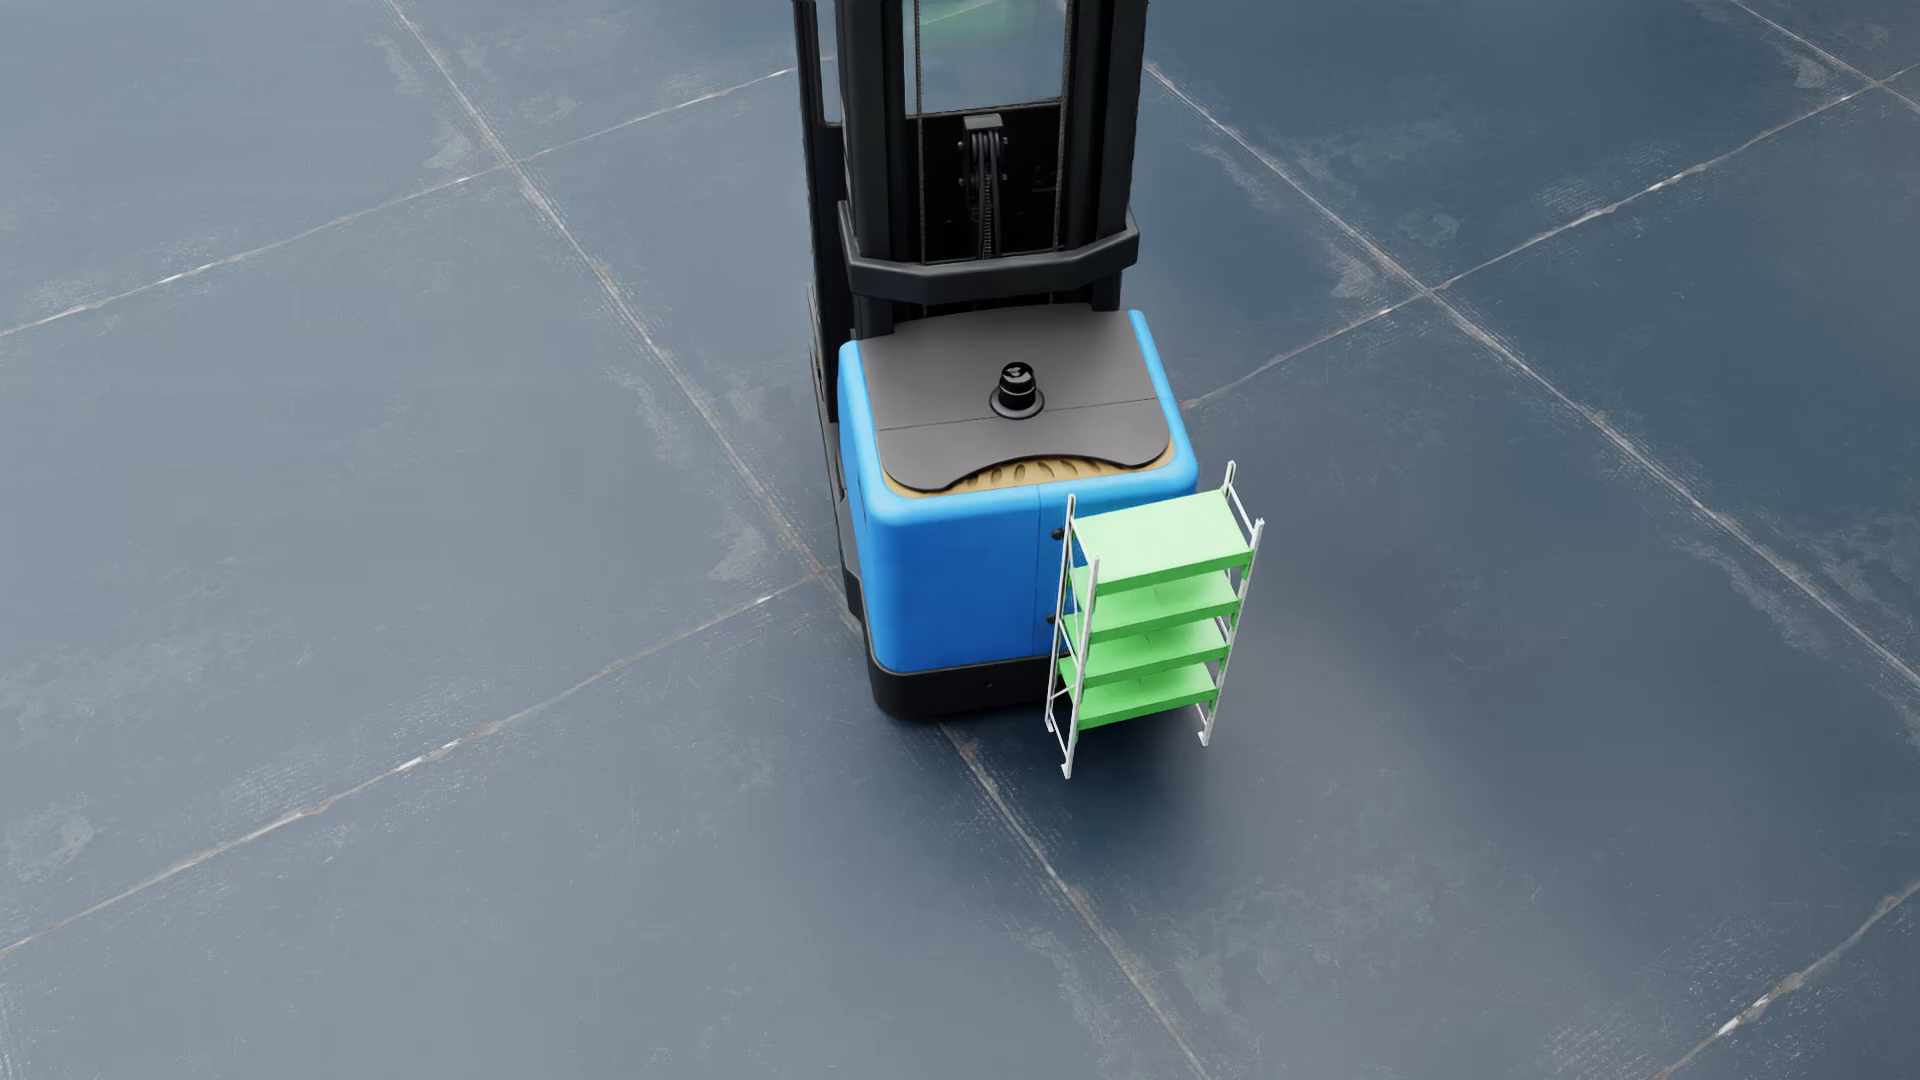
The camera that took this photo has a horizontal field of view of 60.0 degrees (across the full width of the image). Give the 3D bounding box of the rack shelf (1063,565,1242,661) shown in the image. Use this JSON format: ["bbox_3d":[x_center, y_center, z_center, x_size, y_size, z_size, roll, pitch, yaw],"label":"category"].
[{"bbox_3d":[0.577,0.174,5.046,0.480,0.148,0.258,-12,53,-10],"label":"rack shelf"}]

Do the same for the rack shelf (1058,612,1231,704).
[{"bbox_3d":[0.573,0.323,5.234,0.480,0.148,0.258,-12,53,-10],"label":"rack shelf"}]

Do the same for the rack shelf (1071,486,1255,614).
[{"bbox_3d":[0.580,0.026,4.857,0.480,0.148,0.258,-12,53,-10],"label":"rack shelf"}]

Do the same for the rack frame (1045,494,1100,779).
[{"bbox_3d":[0.339,0.333,5.140,0.015,1.200,0.240,-12,53,-10],"label":"rack frame"}]

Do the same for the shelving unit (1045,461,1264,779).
[{"bbox_3d":[0.574,0.284,5.184,0.503,1.200,0.258,-12,53,-10],"label":"shelving unit"}]

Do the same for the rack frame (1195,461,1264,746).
[{"bbox_3d":[0.809,0.235,5.227,0.015,1.200,0.240,-12,53,-10],"label":"rack frame"}]

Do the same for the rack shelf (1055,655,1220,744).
[{"bbox_3d":[0.569,0.472,5.422,0.480,0.148,0.258,-12,53,-10],"label":"rack shelf"}]

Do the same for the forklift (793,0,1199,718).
[{"bbox_3d":[-0.006,-1.492,5.616,1.130,2.935,3.031,-7,49,-6],"label":"forklift"}]
